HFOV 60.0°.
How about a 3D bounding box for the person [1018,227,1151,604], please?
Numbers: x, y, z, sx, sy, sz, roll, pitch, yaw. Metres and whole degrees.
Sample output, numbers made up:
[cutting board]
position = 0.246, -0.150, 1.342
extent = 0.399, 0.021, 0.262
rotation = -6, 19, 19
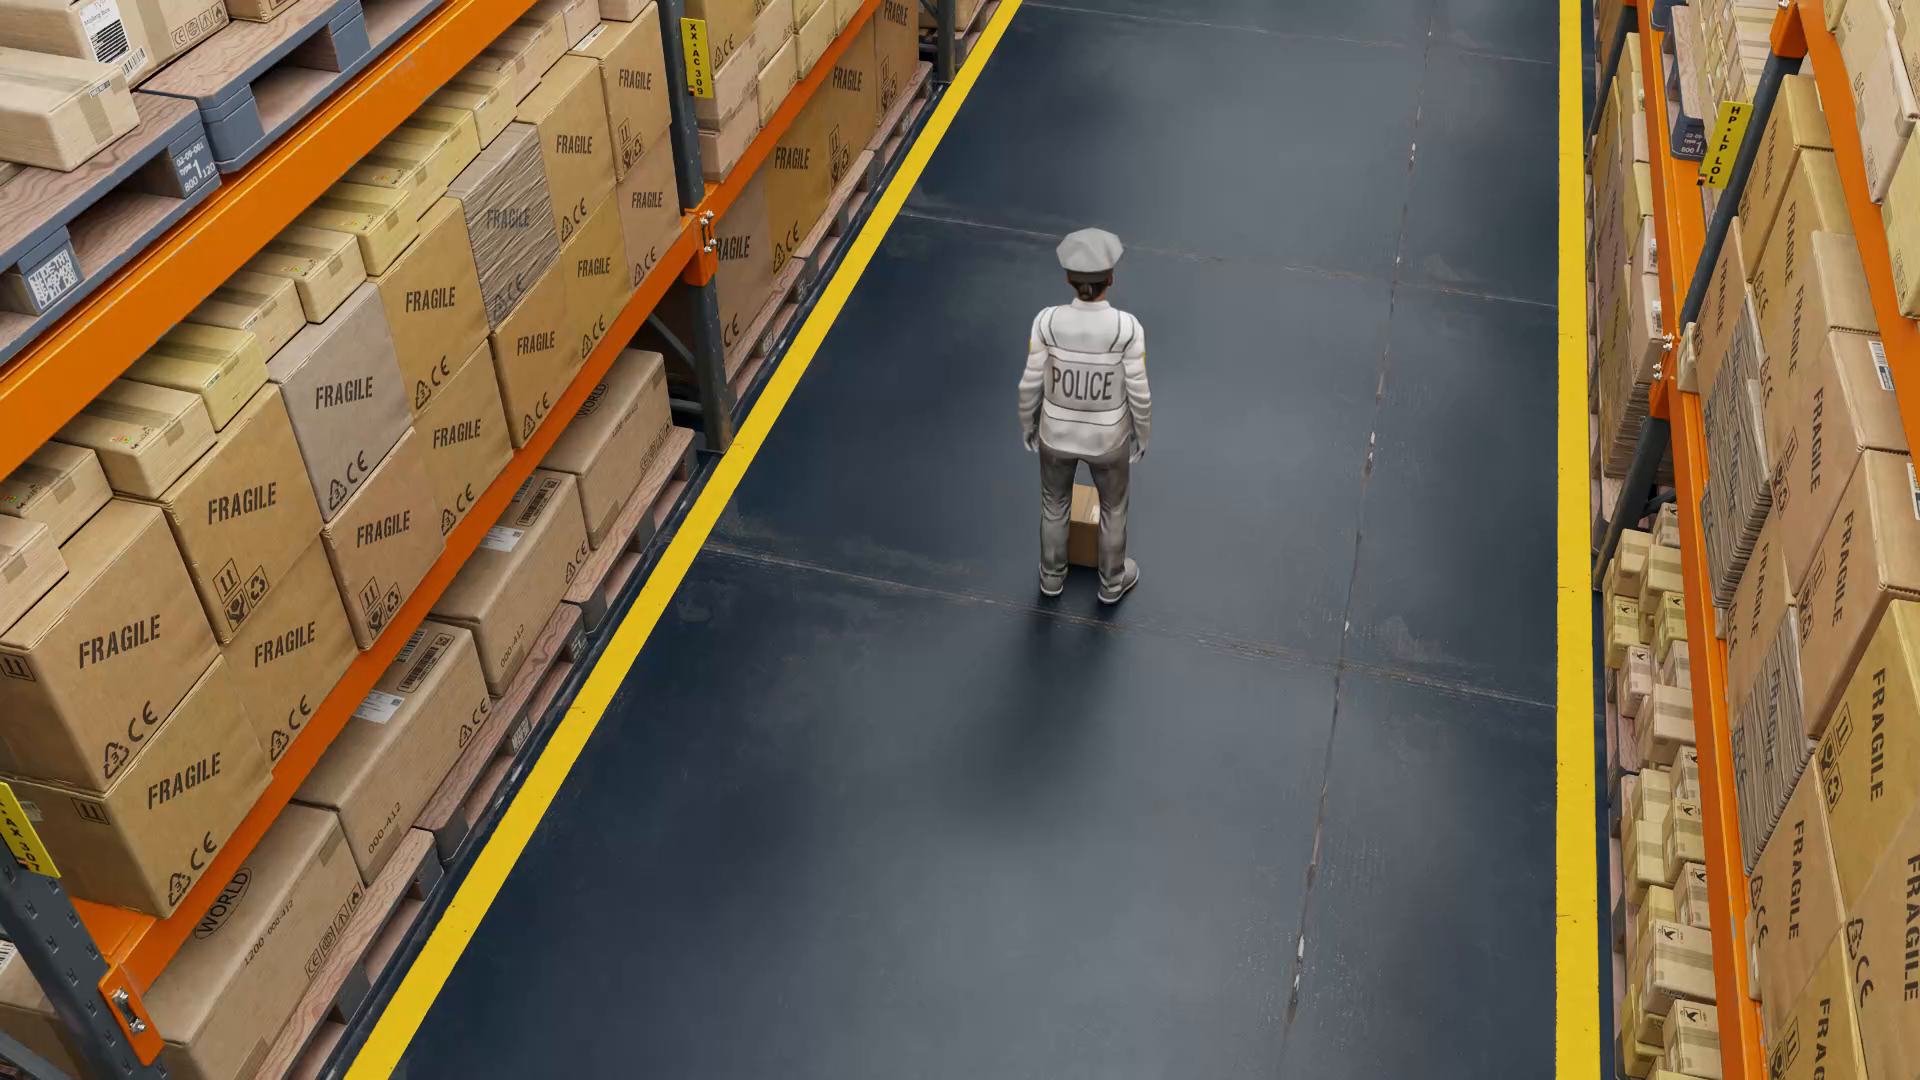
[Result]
[person]
position = 0.497, -0.436, 6.653
extent = 0.531, 1.662, 0.375
rotation = 8, 42, 9
